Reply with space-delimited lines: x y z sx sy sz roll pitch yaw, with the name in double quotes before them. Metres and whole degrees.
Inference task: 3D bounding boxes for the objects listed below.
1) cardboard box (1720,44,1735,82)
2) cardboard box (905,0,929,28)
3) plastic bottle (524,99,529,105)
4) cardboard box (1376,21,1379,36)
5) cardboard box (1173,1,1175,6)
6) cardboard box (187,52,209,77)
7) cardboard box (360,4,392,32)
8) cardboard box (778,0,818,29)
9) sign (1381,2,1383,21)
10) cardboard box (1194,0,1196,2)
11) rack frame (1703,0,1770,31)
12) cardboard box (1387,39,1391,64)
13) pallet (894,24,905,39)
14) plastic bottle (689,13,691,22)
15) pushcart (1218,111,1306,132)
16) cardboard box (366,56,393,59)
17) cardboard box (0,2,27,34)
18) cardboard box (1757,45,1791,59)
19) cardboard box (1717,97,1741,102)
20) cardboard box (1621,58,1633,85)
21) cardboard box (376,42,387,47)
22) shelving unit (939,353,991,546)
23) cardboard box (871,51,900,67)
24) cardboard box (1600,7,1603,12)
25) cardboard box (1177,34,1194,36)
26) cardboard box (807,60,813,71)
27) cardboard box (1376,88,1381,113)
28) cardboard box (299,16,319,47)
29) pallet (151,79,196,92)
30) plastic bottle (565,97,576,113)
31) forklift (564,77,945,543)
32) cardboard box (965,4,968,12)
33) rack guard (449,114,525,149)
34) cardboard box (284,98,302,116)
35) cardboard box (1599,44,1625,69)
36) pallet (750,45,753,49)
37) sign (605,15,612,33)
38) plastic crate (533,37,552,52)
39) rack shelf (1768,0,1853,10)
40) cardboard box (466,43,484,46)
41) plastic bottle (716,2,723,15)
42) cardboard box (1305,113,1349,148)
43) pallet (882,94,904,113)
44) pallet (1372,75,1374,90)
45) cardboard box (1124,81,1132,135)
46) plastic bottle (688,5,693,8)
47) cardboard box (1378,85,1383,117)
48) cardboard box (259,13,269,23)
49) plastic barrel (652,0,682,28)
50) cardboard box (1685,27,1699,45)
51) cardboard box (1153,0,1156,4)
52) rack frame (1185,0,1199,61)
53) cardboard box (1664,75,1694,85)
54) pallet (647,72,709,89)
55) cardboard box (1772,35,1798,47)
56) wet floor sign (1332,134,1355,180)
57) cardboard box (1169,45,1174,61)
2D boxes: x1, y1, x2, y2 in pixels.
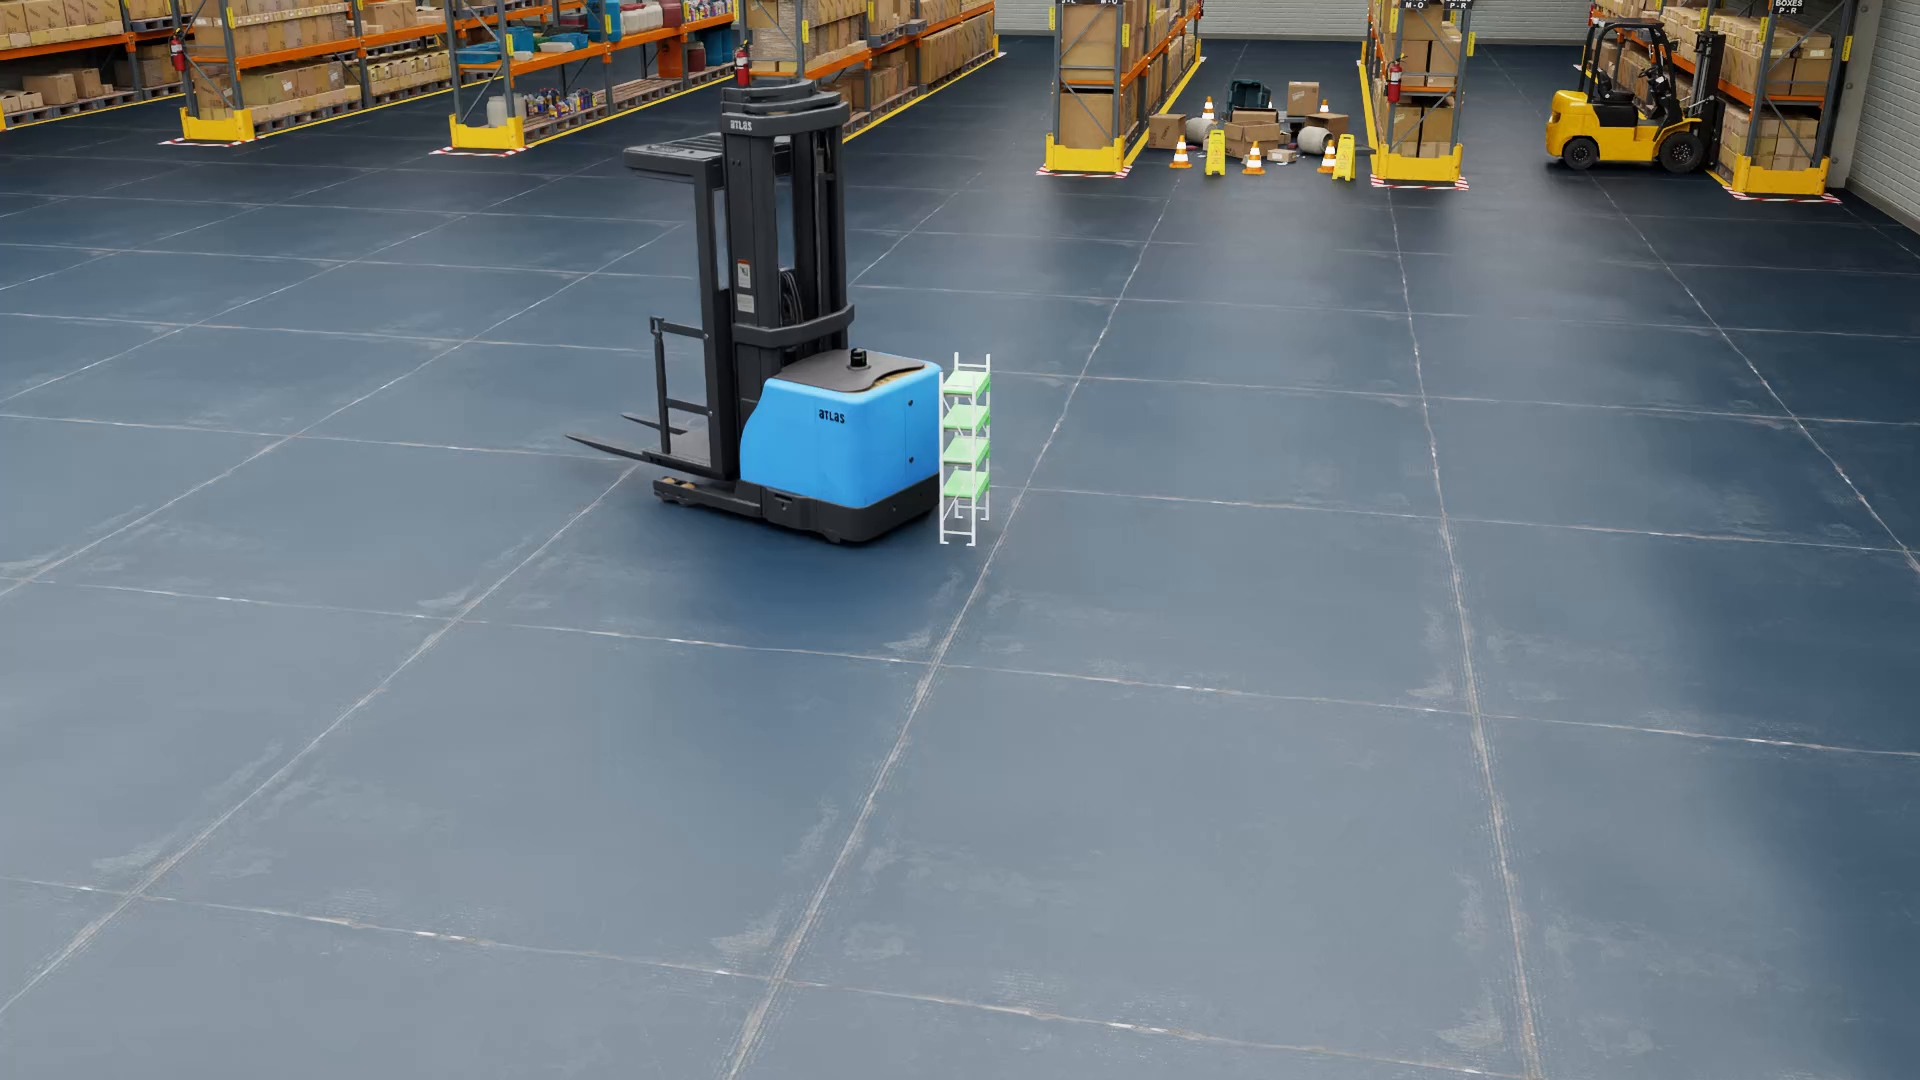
"cardboard box" 11.792 -7.170 25.008 0.500 0.500 0.500 5 22 11
"cardboard box" -0.926 -10.624 33.584 0.500 0.500 0.500 5 22 12
"plastic bottle" -7.721 -7.659 29.413 0.152 0.276 0.135 4 22 9
"cardboard box" 8.259 -9.801 31.874 0.500 0.250 0.500 4 22 9
"cardboard box" 4.206 -11.042 34.131 0.380 0.149 0.250 5 22 11
"cardboard box" -16.228 -9.967 34.844 0.700 0.500 0.500 4 22 11
"cardboard box" -11.525 -10.233 32.613 0.500 0.500 0.500 6 23 15
"cardboard box" -2.545 -8.324 26.135 0.500 0.500 0.500 4 22 11
"sign" 7.049 -8.781 27.590 0.100 0.325 0.005 4 22 11
"cardboard box" 5.132 -12.558 37.987 0.500 0.500 0.500 5 22 11
"rack frame" 12.453 -7.825 26.769 1.000 3.000 0.127 4 22 11
"cardboard box" 6.830 -7.509 25.451 0.500 0.500 0.500 4 22 11
"pallet" -1.656 -9.605 31.444 1.003 0.211 1.213 4 22 11
"plastic bottle" -5.665 -10.916 34.708 0.097 0.201 0.097 0 22 0
"pushcart" 5.351 -7.142 28.581 1.648 0.377 0.936 -3 22 -8
"cardboard box" -11.693 -9.620 33.594 0.500 0.311 0.500 4 22 10
"cardboard box" -16.969 -9.247 29.469 0.500 0.500 0.500 5 22 11
"cardboard box" 11.434 -6.858 23.364 0.380 0.149 0.250 5 22 12
"cardboard box" 11.843 -6.687 25.721 0.500 0.250 0.500 5 23 13
"cardboard box" 13.668 -9.431 33.540 0.500 0.500 0.500 4 22 10
"cardboard box" -14.664 -12.501 41.162 0.700 0.500 0.500 4 22 10
"shelving unit" 0.034 -0.617 11.280 0.258 1.200 0.503 4 22 11
"cardboard box" -1.497 -9.371 32.360 0.500 0.250 0.500 7 23 17
"cardboard box" 14.560 -11.902 37.226 0.380 0.149 0.250 5 22 12
"cardboard box" 5.316 -11.867 39.261 0.380 0.149 0.250 5 22 12
"cardboard box" -2.563 -7.555 26.432 0.380 0.149 0.250 4 22 11
"cardboard box" 7.982 -7.888 29.879 0.950 0.372 0.625 5 23 13
"cardboard box" -12.097 -9.221 30.101 0.700 0.500 0.500 5 22 12
"pallet" -16.251 -9.530 34.733 1.003 0.211 1.213 4 22 11
"plastic bottle" -6.948 -7.771 29.691 0.152 0.276 0.135 5 22 12
"forklift" -1.610 -1.746 11.766 3.031 2.935 1.130 14 26 32
"cardboard box" -0.036 -11.946 37.336 0.380 0.149 0.250 4 22 9
"rack guard" -7.804 -6.744 27.431 1.175 0.500 0.348 4 22 11
"cardboard box" -12.093 -7.716 29.616 0.500 0.250 0.500 4 22 11
"cardboard box" 14.266 -10.538 36.287 0.500 0.500 0.500 5 22 12
"pallet" -4.714 -12.132 41.195 1.003 0.211 1.213 4 22 11
"sign" -6.420 -9.418 30.352 0.100 0.325 0.005 4 22 11
"plastic crate" -7.510 -8.762 29.378 0.450 0.188 0.662 4 22 11
"rack shelf" 12.045 -8.152 24.527 1.077 0.370 4.000 4 22 11
"cardboard box" -10.515 -10.558 36.312 0.500 0.500 0.500 4 22 9
"plastic bottle" -5.293 -11.668 36.475 0.152 0.276 0.135 4 22 11
"cardboard box" 6.043 -6.756 27.456 0.500 0.500 0.500 -16 27 -35
"pallet" -1.704 -8.397 31.920 1.003 0.211 1.213 4 22 11
"pallet" 9.142 -9.547 34.776 1.003 0.211 1.213 4 22 11
"cardboard box" 2.350 -7.197 27.491 0.875 0.875 0.875 5 22 11
"plastic bottle" -5.902 -11.603 36.414 0.097 0.201 0.097 0 22 0
"cardboard box" 7.209 -7.274 27.515 0.500 0.500 0.500 6 23 13
"cardboard box" -12.173 -9.006 28.698 0.380 0.149 0.250 4 22 10
"plastic barrel" -5.939 -10.669 33.646 0.600 0.536 0.708 4 22 11
"cardboard box" 12.401 -8.376 27.666 0.500 0.250 0.500 4 22 10
"cardboard box" 3.237 -9.980 30.645 0.700 0.500 0.500 4 22 10
"rack frame" 5.176 -12.932 39.447 1.000 3.000 0.127 4 22 11
"cardboard box" 13.003 -7.915 29.608 0.875 0.625 0.625 5 23 13
"pallet" -6.020 -9.796 35.395 1.003 0.211 1.213 4 22 11
"cardboard box" 11.504 -6.995 23.306 0.380 0.149 0.250 5 22 11
"wet floor sign" 5.691 -5.660 24.542 0.267 0.644 0.232 13 25 29
"cardboard box" 4.024 -9.808 33.472 0.500 0.250 0.500 4 22 10
